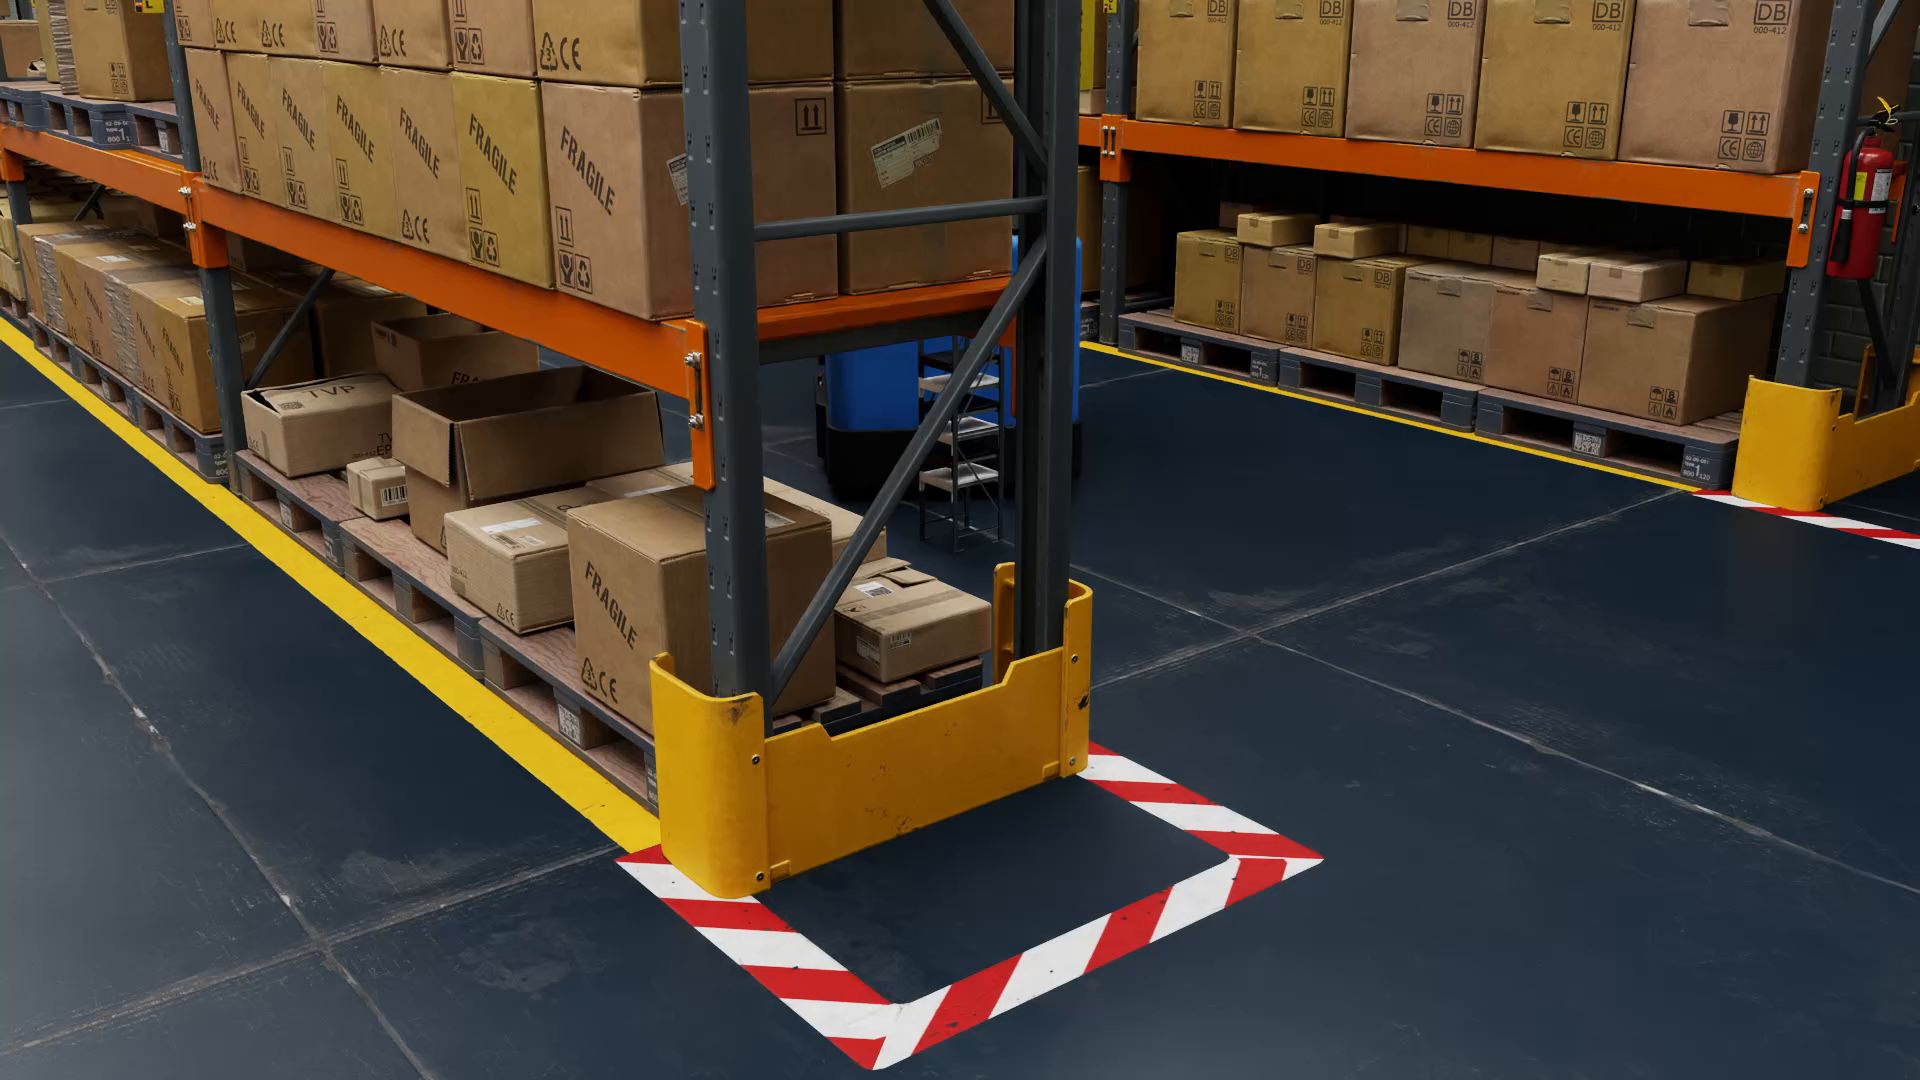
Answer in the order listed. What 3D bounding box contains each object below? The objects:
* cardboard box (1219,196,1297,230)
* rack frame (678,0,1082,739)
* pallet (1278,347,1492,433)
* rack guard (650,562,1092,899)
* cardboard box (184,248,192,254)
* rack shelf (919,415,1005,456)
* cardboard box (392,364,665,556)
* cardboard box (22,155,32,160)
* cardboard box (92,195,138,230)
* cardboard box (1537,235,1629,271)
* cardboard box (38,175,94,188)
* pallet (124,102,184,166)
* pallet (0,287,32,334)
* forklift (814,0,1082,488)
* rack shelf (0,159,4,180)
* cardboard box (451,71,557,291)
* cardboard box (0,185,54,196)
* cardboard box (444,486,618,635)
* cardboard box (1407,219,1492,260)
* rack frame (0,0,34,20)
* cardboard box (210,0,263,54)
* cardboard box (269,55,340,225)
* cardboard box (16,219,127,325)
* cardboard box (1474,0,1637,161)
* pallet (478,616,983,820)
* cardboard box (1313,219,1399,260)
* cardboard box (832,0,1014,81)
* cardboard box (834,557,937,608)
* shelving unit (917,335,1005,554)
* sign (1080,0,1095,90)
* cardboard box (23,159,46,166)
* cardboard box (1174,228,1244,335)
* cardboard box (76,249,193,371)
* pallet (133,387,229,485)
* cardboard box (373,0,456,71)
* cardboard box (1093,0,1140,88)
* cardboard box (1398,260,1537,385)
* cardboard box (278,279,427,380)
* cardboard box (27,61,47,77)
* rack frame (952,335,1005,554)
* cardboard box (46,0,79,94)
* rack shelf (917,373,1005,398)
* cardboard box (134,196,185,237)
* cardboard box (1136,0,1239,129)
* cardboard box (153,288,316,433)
[{"bbox_3d":[1.703,-1.866,9.501,0.380,0.149,0.250,-14,23,-36],"label":"cardboard box"},{"bbox_3d":[-0.144,-0.721,3.769,1.000,3.000,0.127,-14,23,-36],"label":"rack frame"},{"bbox_3d":[2.426,-0.847,8.586,1.003,0.211,1.213,-14,23,-36],"label":"pallet"},{"bbox_3d":[-0.191,0.447,4.219,1.175,0.500,0.348,-14,23,-36],"label":"rack guard"},{"bbox_3d":[-3.694,-1.275,8.716,0.500,0.500,0.500,-15,24,-38],"label":"cardboard box"},{"bbox_3d":[0.005,-0.394,6.225,0.258,0.077,0.200,-14,23,-36],"label":"rack shelf"},{"bbox_3d":[-1.457,-0.269,5.674,0.797,0.503,0.637,-14,23,-36],"label":"cardboard box"},{"bbox_3d":[-7.637,-3.104,13.477,0.500,0.500,0.500,-14,23,-36],"label":"cardboard box"},{"bbox_3d":[-5.206,-2.039,10.563,0.500,0.311,0.500,-13,22,-34],"label":"cardboard box"},{"bbox_3d":[2.988,-1.357,7.966,0.380,0.149,0.250,-14,23,-36],"label":"cardboard box"},{"bbox_3d":[-6.173,-2.420,11.712,0.500,0.311,0.500,-14,23,-37],"label":"cardboard box"},{"bbox_3d":[-3.038,-1.834,7.435,1.003,0.211,1.213,-14,23,-36],"label":"pallet"},{"bbox_3d":[-5.591,-1.579,10.796,1.003,0.211,1.213,-14,23,-36],"label":"pallet"},{"bbox_3d":[-0.157,-2.021,7.804,1.130,2.935,3.031,-2,18,-5],"label":"forklift"},{"bbox_3d":[-6.353,-2.844,11.324,1.077,0.370,4.000,-14,23,-36],"label":"rack shelf"},{"bbox_3d":[-0.960,-0.953,4.310,0.500,0.500,0.500,-14,23,-36],"label":"cardboard box"},{"bbox_3d":[-6.268,-2.186,11.005,0.500,0.311,0.500,-14,23,-36],"label":"cardboard box"},{"bbox_3d":[-1.241,0.049,5.116,0.500,0.250,0.500,-14,23,-36],"label":"cardboard box"},{"bbox_3d":[2.513,-1.545,8.534,0.380,0.149,0.250,-14,23,-37],"label":"cardboard box"},{"bbox_3d":[-7.594,-3.678,12.699,1.000,3.000,0.127,-14,23,-36],"label":"rack frame"},{"bbox_3d":[-2.235,-1.931,5.673,0.500,0.500,0.500,-15,23,-38],"label":"cardboard box"},{"bbox_3d":[-1.895,-1.326,5.437,0.500,0.500,0.500,-14,23,-36],"label":"cardboard box"},{"bbox_3d":[-5.052,-1.547,9.539,0.500,0.500,0.500,-13,22,-34],"label":"cardboard box"},{"bbox_3d":[2.952,-2.132,7.553,0.980,0.700,0.700,-14,23,-37],"label":"cardboard box"},{"bbox_3d":[-0.687,0.388,4.857,1.003,0.211,1.213,-14,23,-36],"label":"pallet"},{"bbox_3d":[2.031,-1.543,8.526,0.380,0.149,0.250,-15,23,-38],"label":"cardboard box"},{"bbox_3d":[-0.213,-1.404,4.082,0.500,0.500,0.500,-13,22,-34],"label":"cardboard box"},{"bbox_3d":[-0.290,0.183,4.845,0.380,0.166,0.250,-14,23,-36],"label":"cardboard box"},{"bbox_3d":[0.005,-0.425,6.215,0.258,0.900,0.210,-14,23,-36],"label":"shelving unit"},{"bbox_3d":[0.282,-1.238,3.953,0.100,0.325,0.005,-14,23,-36],"label":"sign"},{"bbox_3d":[-7.118,-2.795,12.845,0.500,0.311,0.500,-14,23,-36],"label":"cardboard box"},{"bbox_3d":[1.638,-1.483,9.378,0.700,0.500,0.500,-14,23,-35],"label":"cardboard box"},{"bbox_3d":[-4.087,-1.167,8.391,0.500,0.500,0.500,-15,23,-38],"label":"cardboard box"},{"bbox_3d":[-3.162,-0.576,7.767,1.003,0.211,1.213,-14,23,-36],"label":"pallet"},{"bbox_3d":[-1.276,-1.551,4.524,0.500,0.500,0.500,-13,22,-35],"label":"cardboard box"},{"bbox_3d":[0.769,-2.937,9.798,0.500,0.500,0.500,-14,23,-37],"label":"cardboard box"},{"bbox_3d":[2.601,-1.102,8.227,0.700,0.500,0.500,-15,23,-38],"label":"cardboard box"},{"bbox_3d":[-2.737,-0.896,7.573,0.500,0.500,0.500,-15,24,-39],"label":"cardboard box"},{"bbox_3d":[-5.302,-2.748,10.033,0.500,0.311,0.500,-12,22,-33],"label":"cardboard box"},{"bbox_3d":[0.068,-0.400,6.139,0.240,0.900,0.006,-14,23,-36],"label":"rack frame"},{"bbox_3d":[-4.213,-2.544,8.445,0.700,0.500,0.500,-9,20,-26],"label":"cardboard box"},{"bbox_3d":[0.005,-0.564,6.169,0.258,0.077,0.200,-14,23,-36],"label":"rack shelf"},{"bbox_3d":[-4.308,-1.873,9.331,0.500,0.250,0.500,-13,22,-34],"label":"cardboard box"},{"bbox_3d":[1.578,-2.680,9.208,0.980,0.700,0.700,-14,23,-35],"label":"cardboard box"},{"bbox_3d":[-3.158,-0.795,7.268,0.500,0.500,0.500,-14,23,-36],"label":"cardboard box"}]
